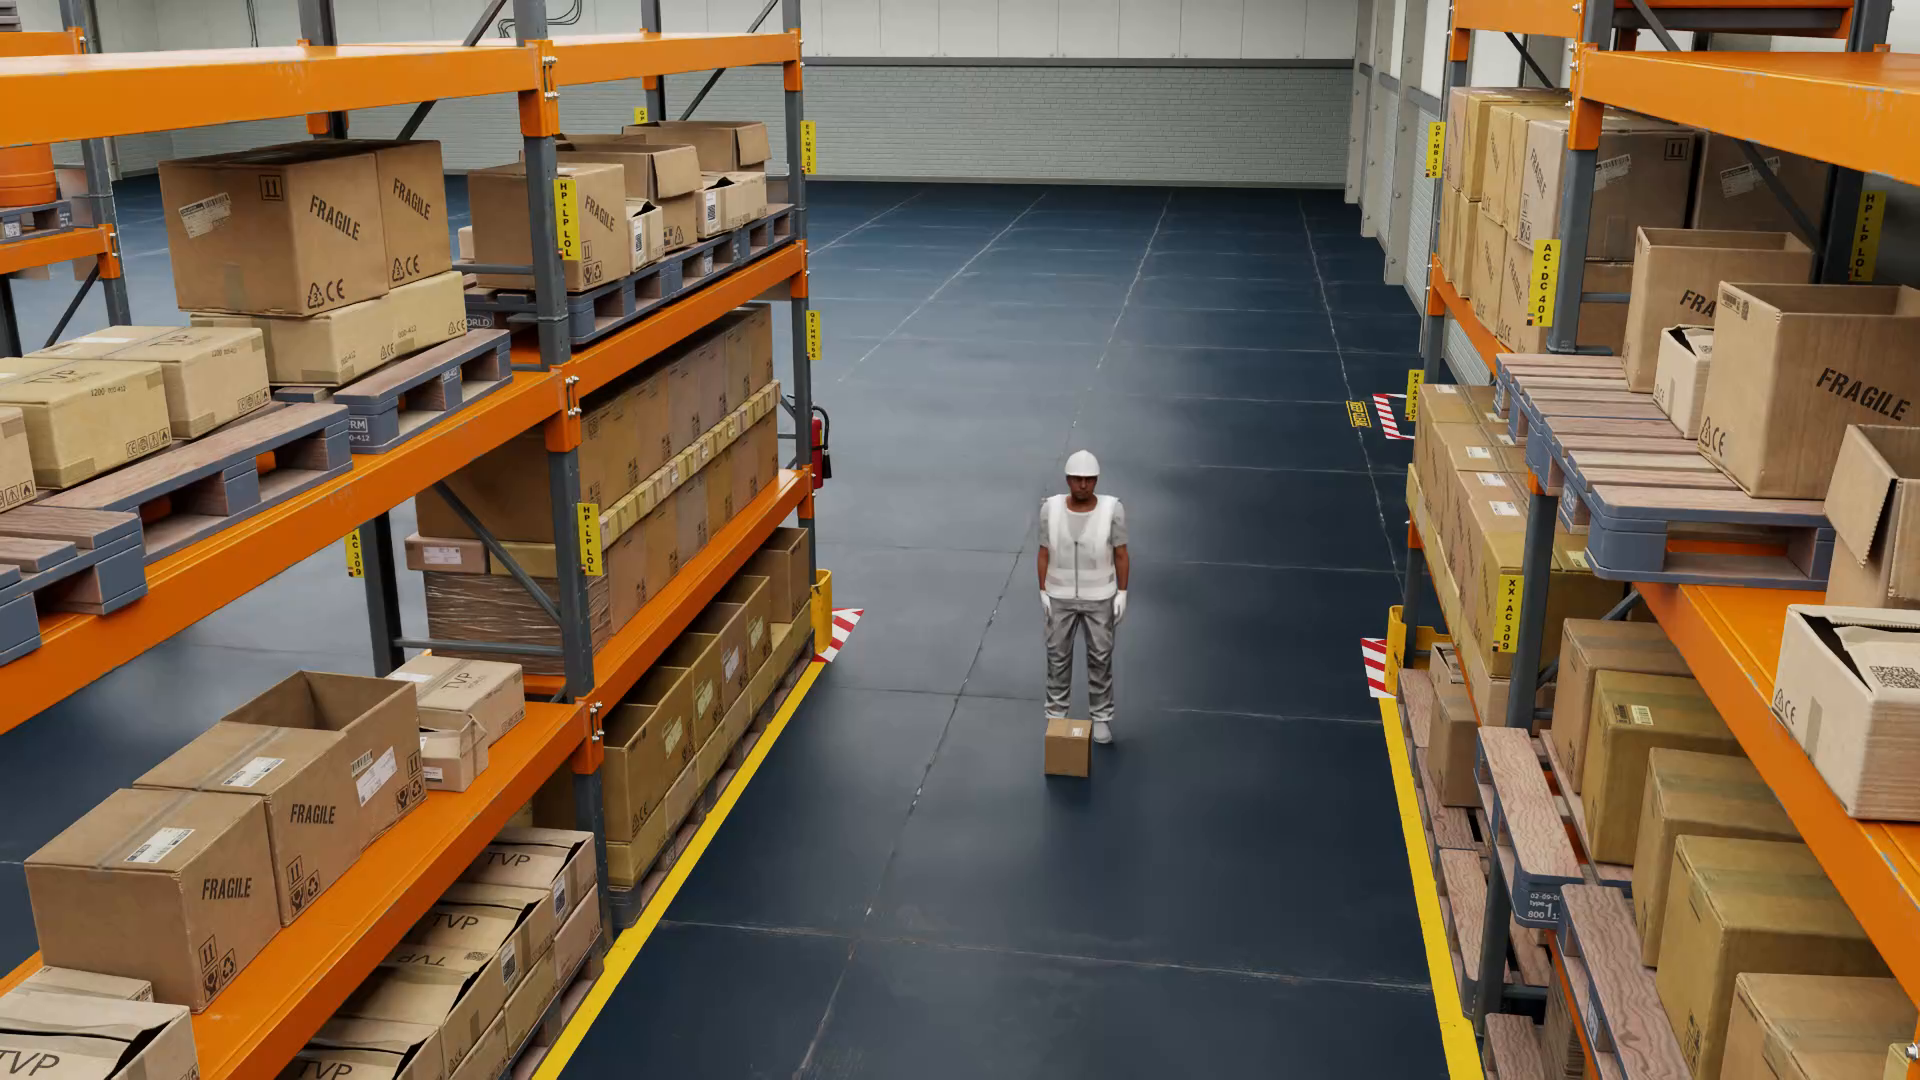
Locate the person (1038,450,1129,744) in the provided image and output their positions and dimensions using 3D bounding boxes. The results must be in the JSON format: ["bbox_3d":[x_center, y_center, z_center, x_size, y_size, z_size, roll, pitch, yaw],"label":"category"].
[{"bbox_3d":[0.729,0.339,9.964,0.552,1.788,0.357,3,18,10],"label":"person"}]
